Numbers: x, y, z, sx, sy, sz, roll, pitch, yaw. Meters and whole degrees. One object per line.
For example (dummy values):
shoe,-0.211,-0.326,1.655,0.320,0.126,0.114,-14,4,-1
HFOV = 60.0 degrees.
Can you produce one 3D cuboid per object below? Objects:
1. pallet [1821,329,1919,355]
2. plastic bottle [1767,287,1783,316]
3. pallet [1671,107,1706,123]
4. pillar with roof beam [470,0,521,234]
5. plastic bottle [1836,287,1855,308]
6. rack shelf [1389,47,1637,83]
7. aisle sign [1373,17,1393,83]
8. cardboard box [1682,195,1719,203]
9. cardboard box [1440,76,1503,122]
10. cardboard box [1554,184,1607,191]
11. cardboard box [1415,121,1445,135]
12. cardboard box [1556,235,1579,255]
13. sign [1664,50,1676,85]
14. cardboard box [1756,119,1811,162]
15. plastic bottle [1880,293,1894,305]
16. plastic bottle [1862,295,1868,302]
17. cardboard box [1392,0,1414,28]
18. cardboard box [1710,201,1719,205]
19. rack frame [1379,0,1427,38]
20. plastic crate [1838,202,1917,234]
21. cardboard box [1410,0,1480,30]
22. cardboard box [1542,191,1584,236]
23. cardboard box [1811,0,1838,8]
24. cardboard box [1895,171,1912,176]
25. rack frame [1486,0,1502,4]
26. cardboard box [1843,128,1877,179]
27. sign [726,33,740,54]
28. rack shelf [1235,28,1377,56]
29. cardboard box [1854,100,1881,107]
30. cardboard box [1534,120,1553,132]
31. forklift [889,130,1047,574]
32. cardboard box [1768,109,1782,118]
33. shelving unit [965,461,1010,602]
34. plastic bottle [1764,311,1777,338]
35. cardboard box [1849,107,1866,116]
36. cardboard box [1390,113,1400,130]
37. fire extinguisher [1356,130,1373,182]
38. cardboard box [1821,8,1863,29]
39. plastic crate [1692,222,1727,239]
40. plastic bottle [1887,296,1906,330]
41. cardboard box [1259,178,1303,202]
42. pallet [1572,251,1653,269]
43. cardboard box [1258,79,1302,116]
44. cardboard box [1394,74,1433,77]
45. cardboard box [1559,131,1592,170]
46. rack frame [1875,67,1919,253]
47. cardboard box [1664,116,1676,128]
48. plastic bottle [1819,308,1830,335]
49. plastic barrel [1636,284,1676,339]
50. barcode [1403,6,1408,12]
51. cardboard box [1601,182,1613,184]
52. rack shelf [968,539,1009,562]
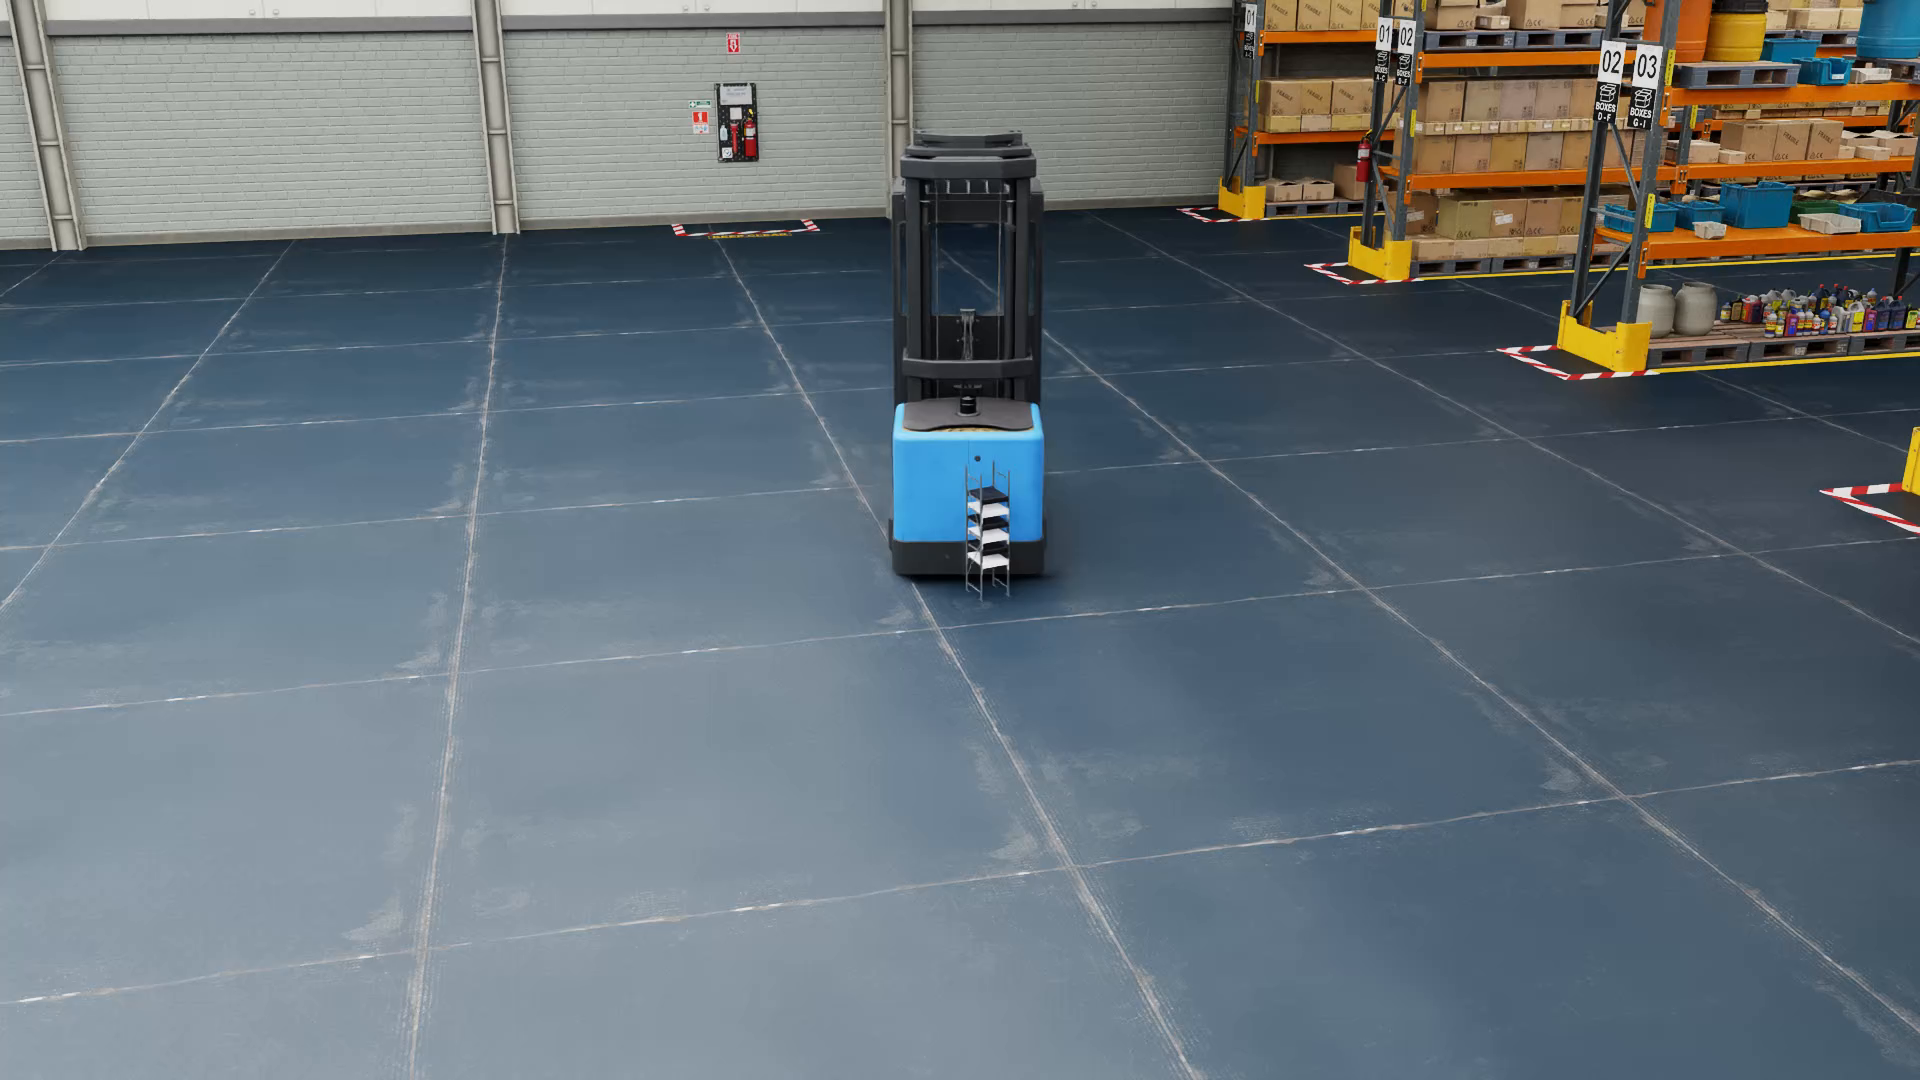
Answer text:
pallet,9.920,-2.274,18.215,1.213,0.211,1.003,-5,21,-12
plastic bottle,8.924,-2.597,18.254,0.185,0.351,0.144,-4,20,-10
pallet,11.527,-7.073,27.541,1.003,0.211,1.213,-5,21,-12
pillar with roof beam,-5.795,-7.393,19.414,0.400,9.000,9.100,-5,21,-12
plastic bottle,9.735,-2.612,18.295,0.185,0.351,0.144,-5,21,-12
rack shelf,7.500,-6.193,21.545,4.000,0.370,1.077,-5,21,-12
aisle sign,5.423,-6.278,21.312,0.004,0.787,0.394,-5,21,-12
cardboard box,10.280,-4.621,23.141,0.500,0.311,0.500,-4,21,-11
cardboard box,6.573,-5.700,21.484,0.500,0.500,0.700,-5,21,-14
cardboard box,8.439,-4.565,22.712,0.500,0.500,0.500,-5,21,-12
cardboard box,5.986,-5.275,21.264,0.250,0.149,0.380,-5,21,-13
cardboard box,8.074,-3.996,22.250,0.500,0.250,0.500,-5,21,-12
sign,6.813,-4.534,15.957,0.005,0.325,0.100,-5,21,-12
cardboard box,11.198,-5.464,22.725,0.500,0.500,0.500,-5,21,-12
plastic bottle,9.989,-2.486,17.951,0.185,0.351,0.144,-5,21,-12
plastic bottle,10.073,-2.628,18.558,0.097,0.201,0.097,0,20,0
cardboard box,6.843,-8.188,25.772,0.500,0.500,0.500,-5,21,-15
cardboard box,10.395,-4.437,22.639,0.500,0.311,0.500,-5,21,-13
rack frame,5.554,-7.781,20.473,0.127,3.000,1.000,-5,21,-12
plastic crate,9.568,-3.374,17.381,0.616,0.251,0.499,-5,21,-12
cardboard box,6.114,-6.728,20.995,0.637,0.503,0.797,-3,20,-9
cardboard box,8.071,-4.352,22.132,0.500,0.500,0.500,-5,21,-12
cardboard box,14.178,-9.117,27.696,0.500,0.500,0.700,-5,21,-13
cardboard box,16.840,-6.620,29.049,0.500,0.500,0.700,-4,21,-12
rack frame,8.303,-9.755,25.863,0.127,3.000,1.000,-5,21,-12
cardboard box,15.486,-6.665,28.662,0.750,0.750,0.750,-4,21,-12
sign,-3.391,-7.430,24.868,0.199,0.298,0.001,-5,21,-12
rack shelf,6.357,-7.851,26.071,4.000,0.370,1.077,-5,21,-12
cardboard box,15.203,-7.603,28.103,0.500,0.500,0.500,-4,21,-12
cardboard box,7.482,-5.396,21.596,0.250,0.149,0.380,-4,21,-12
forklift,0.053,-1.592,12.400,1.130,2.935,3.031,0,20,0
cardboard box,13.562,-7.189,27.916,0.250,0.149,0.380,-4,21,-11
shelving unit,0.183,-0.058,11.162,0.210,0.900,0.258,-10,22,-24
plastic bottle,8.526,-2.270,17.479,0.097,0.271,0.097,0,20,0
cardboard box,15.078,-7.268,28.130,0.250,0.149,0.380,-5,21,-12
cardboard box,6.939,-6.657,26.315,0.500,0.250,0.500,-5,21,-13
fire extinguisher,5.332,-5.074,21.917,0.183,0.674,0.296,-5,21,-12
cardboard box,11.846,-6.989,22.279,0.500,0.250,0.500,-5,21,-14
plastic crate,7.635,-3.145,16.923,0.250,0.136,0.298,-5,21,-12
plastic bottle,10.023,-2.438,17.820,0.185,0.351,0.144,-5,21,-14
cardboard box,5.105,-5.591,26.485,0.500,0.311,0.500,-7,21,-19
pallet,8.663,-3.922,22.715,1.213,0.211,1.003,-5,21,-12
cardboard box,4.944,-6.850,25.753,0.500,0.500,0.500,-5,21,-12
cardboard box,7.294,-7.223,26.769,0.500,0.500,0.500,-5,21,-13
cardboard box,8.015,-5.208,22.026,0.500,0.500,0.700,-4,21,-12
rack frame,13.339,-5.597,23.234,0.127,3.000,1.000,-5,21,-12
cardboard box,9.231,-5.539,21.986,0.250,0.149,0.380,-5,21,-13
plastic bottle,9.155,-2.321,17.618,0.097,0.271,0.097,0,20,0
plastic barrel,7.313,-2.412,17.546,0.421,0.512,0.421,0,20,0
barcode,5.737,-6.830,21.395,0.075,0.075,0.001,-5,21,-12
cardboard box,10.502,-6.163,27.772,0.500,0.500,0.700,-5,21,-13
rack shelf,0.184,0.058,11.205,0.200,0.077,0.258,-10,22,-24
